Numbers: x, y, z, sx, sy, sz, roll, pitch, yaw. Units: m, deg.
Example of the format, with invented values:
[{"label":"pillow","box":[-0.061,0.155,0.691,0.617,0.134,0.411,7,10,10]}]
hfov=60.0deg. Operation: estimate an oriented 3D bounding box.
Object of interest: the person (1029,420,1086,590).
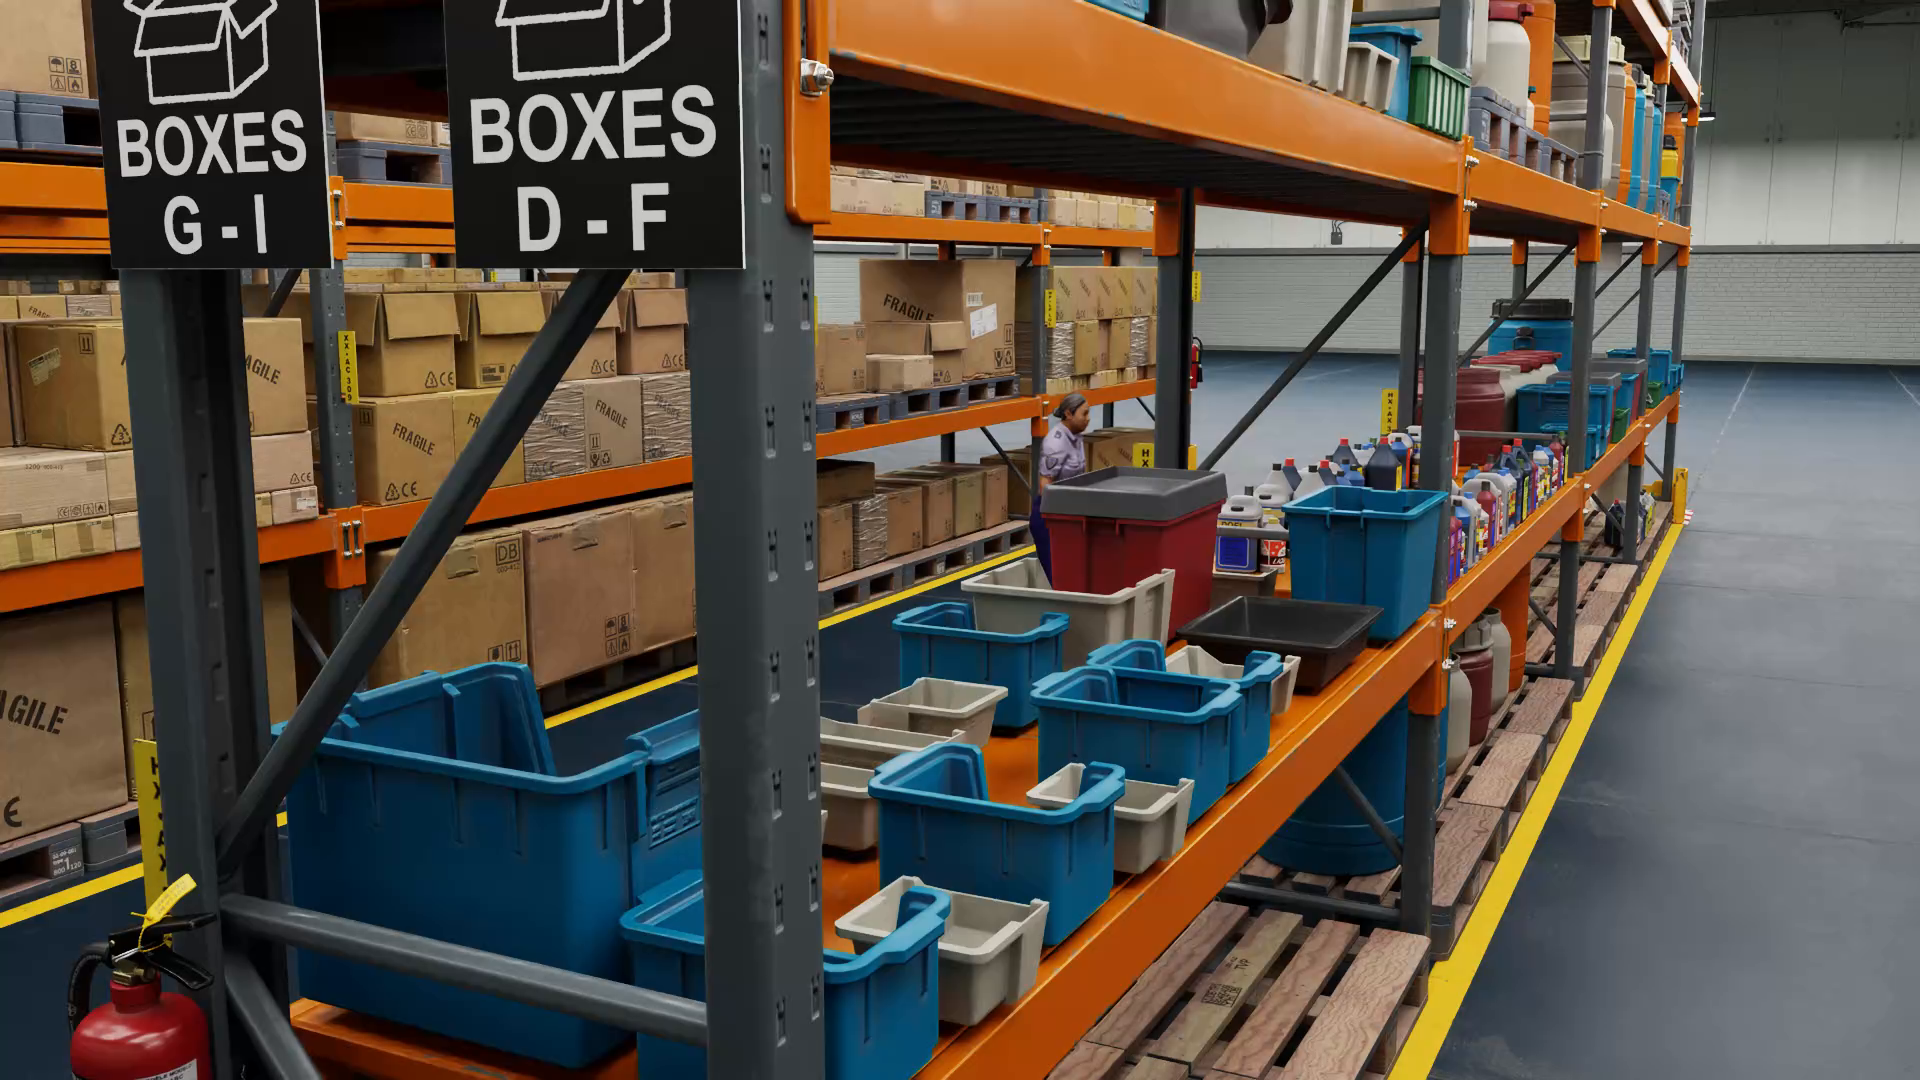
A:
[{"label":"person","box":[0.650,-0.028,10.619,0.370,1.476,0.533,4,10,24]}]
